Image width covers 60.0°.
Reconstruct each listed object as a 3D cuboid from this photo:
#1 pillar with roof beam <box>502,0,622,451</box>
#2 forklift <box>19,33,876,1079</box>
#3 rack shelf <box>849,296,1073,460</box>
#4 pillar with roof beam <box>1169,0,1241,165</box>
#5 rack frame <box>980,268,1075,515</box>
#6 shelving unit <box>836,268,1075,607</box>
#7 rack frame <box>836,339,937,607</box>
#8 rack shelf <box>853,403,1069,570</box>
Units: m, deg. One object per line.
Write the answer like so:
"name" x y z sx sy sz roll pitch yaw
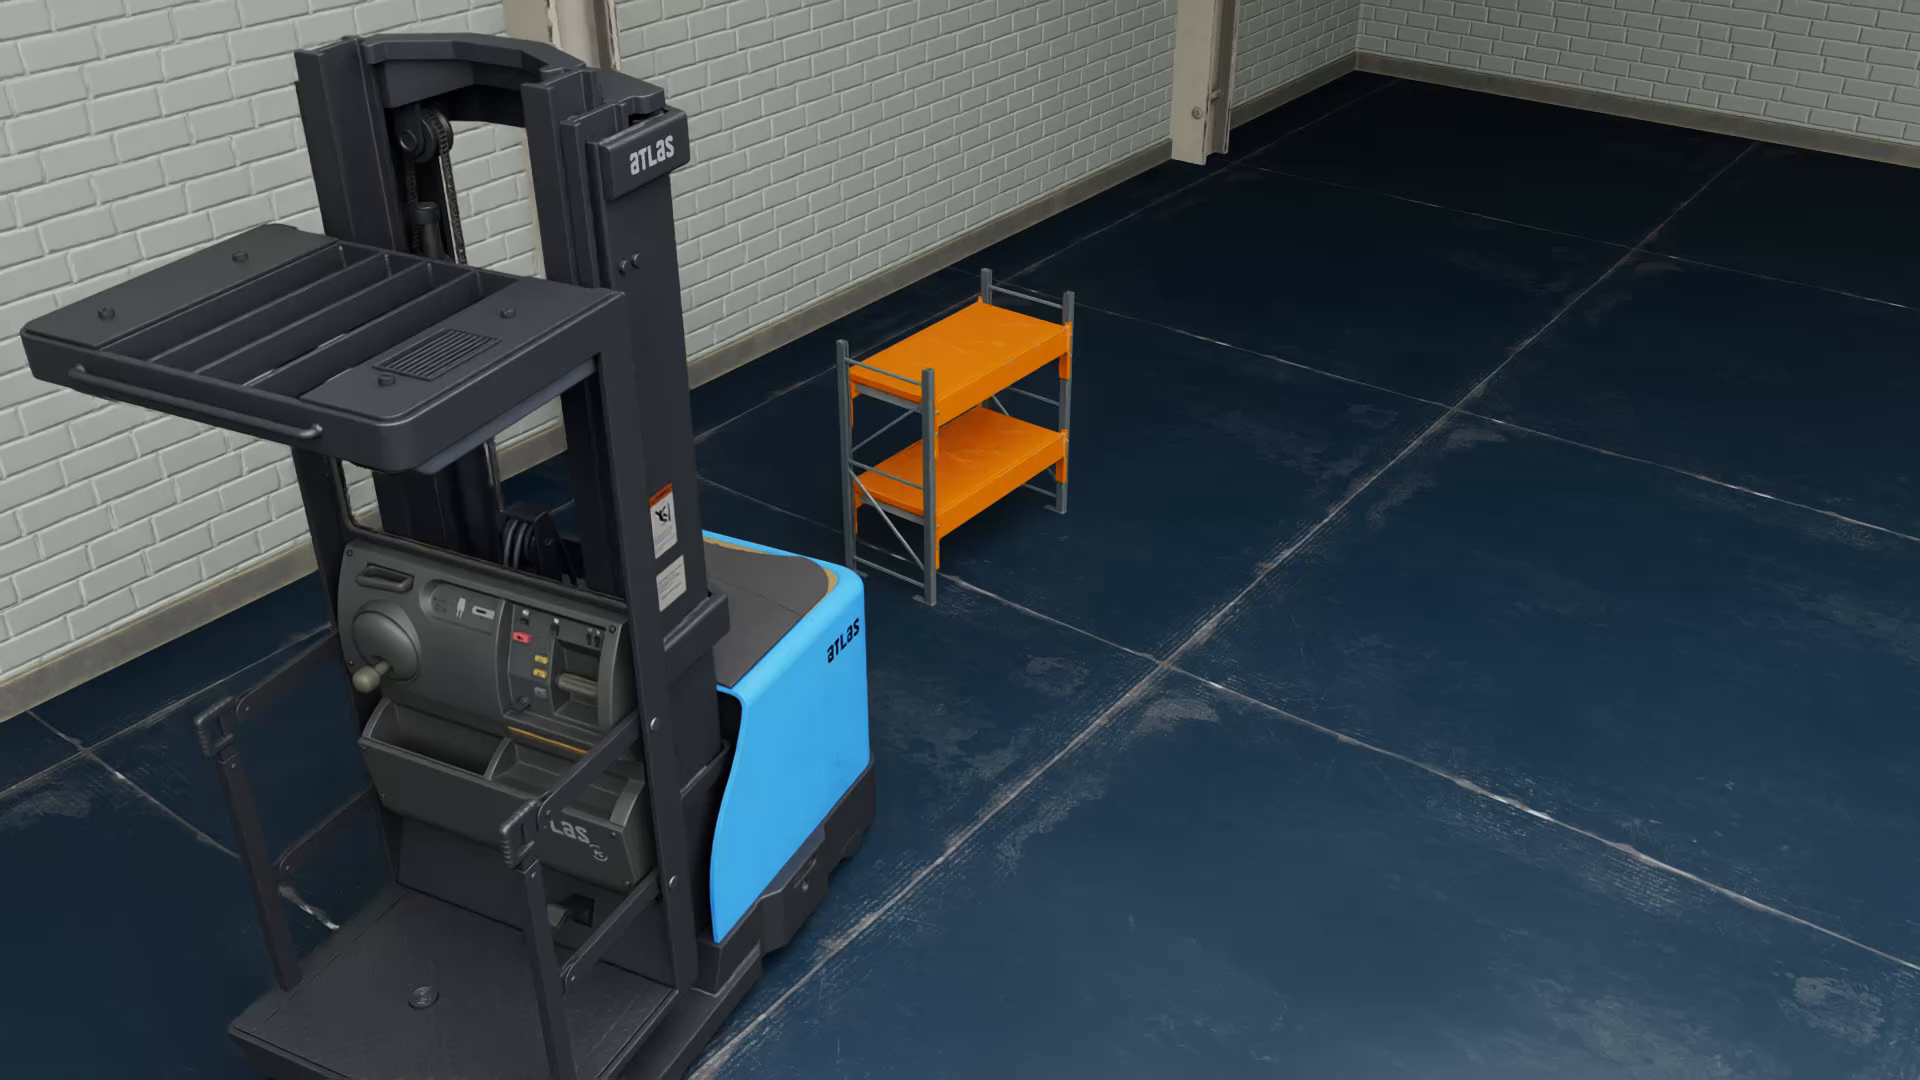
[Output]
"pillar with roof beam" 1.630 -3.054 4.076 9.100 9.000 0.400 21 37 31
"forklift" -1.392 0.333 4.314 1.130 2.935 3.031 14 33 22
"rack shelf" -0.004 -0.733 7.309 0.538 0.278 1.000 21 37 31
"pillar with roof beam" 5.252 -5.493 8.191 9.100 9.000 0.400 21 37 31
"rack frame" 0.303 -0.688 7.807 0.500 1.125 0.032 21 37 31
"shelving unit" -0.004 -0.481 7.459 0.538 1.125 1.048 21 37 31
"rack frame" -0.311 -0.275 7.110 0.500 1.125 0.032 21 37 31
"rack shelf" -0.004 -0.271 7.583 0.538 0.278 1.000 21 37 31
